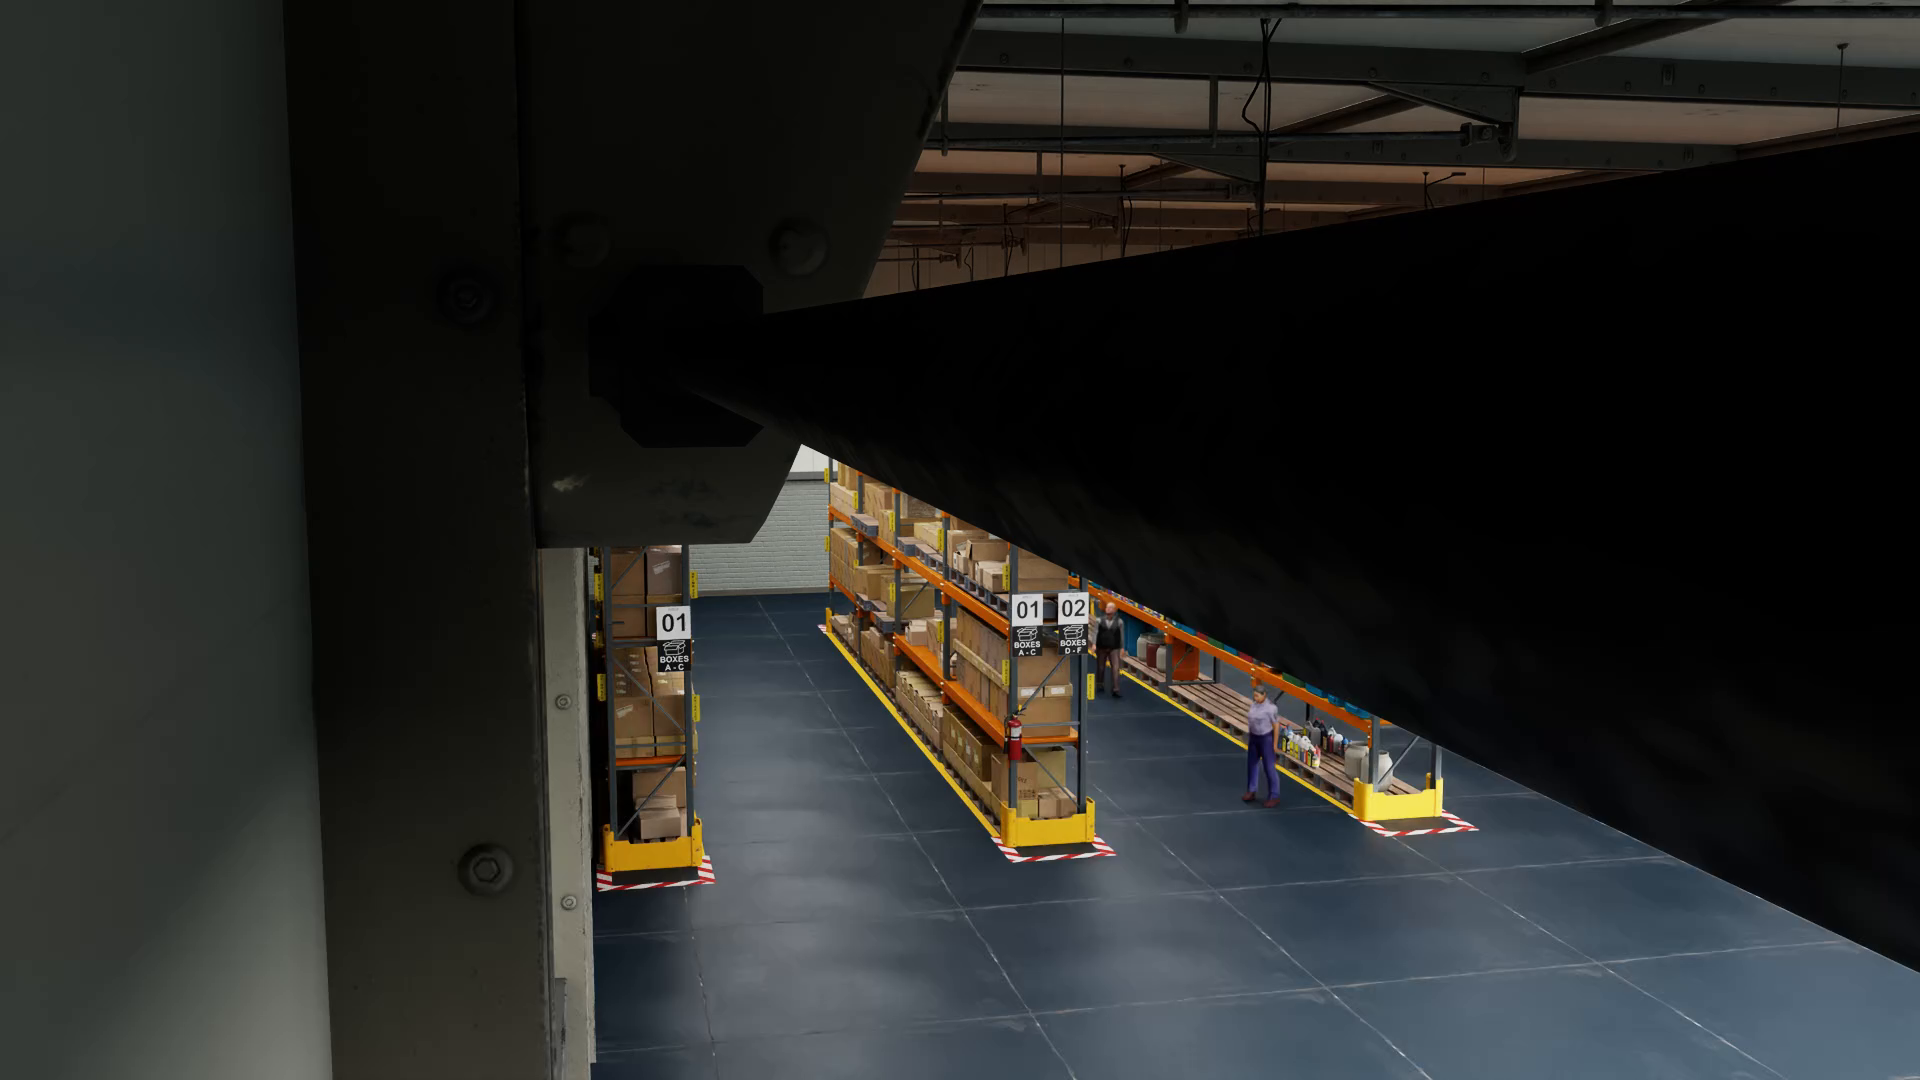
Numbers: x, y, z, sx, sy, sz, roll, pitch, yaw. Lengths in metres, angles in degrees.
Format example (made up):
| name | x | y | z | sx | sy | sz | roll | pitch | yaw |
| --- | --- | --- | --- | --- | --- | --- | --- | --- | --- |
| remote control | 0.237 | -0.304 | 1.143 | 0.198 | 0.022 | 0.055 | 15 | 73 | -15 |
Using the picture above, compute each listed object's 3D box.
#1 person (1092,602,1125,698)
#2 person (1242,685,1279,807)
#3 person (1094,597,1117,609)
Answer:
| name | x | y | z | sx | sy | sz | roll | pitch | yaw |
| --- | --- | --- | --- | --- | --- | --- | --- | --- | --- |
| person | 2.659 | 1.962 | 29.812 | 0.632 | 1.671 | 1.026 | 0 | 7 | -2 |
| person | 4.166 | 2.811 | 22.903 | 0.396 | 1.636 | 0.579 | -4 | 8 | -31 |
| person | 3.517 | 0.804 | 39.686 | 0.482 | 1.626 | 0.780 | -2 | 7 | -19 |
